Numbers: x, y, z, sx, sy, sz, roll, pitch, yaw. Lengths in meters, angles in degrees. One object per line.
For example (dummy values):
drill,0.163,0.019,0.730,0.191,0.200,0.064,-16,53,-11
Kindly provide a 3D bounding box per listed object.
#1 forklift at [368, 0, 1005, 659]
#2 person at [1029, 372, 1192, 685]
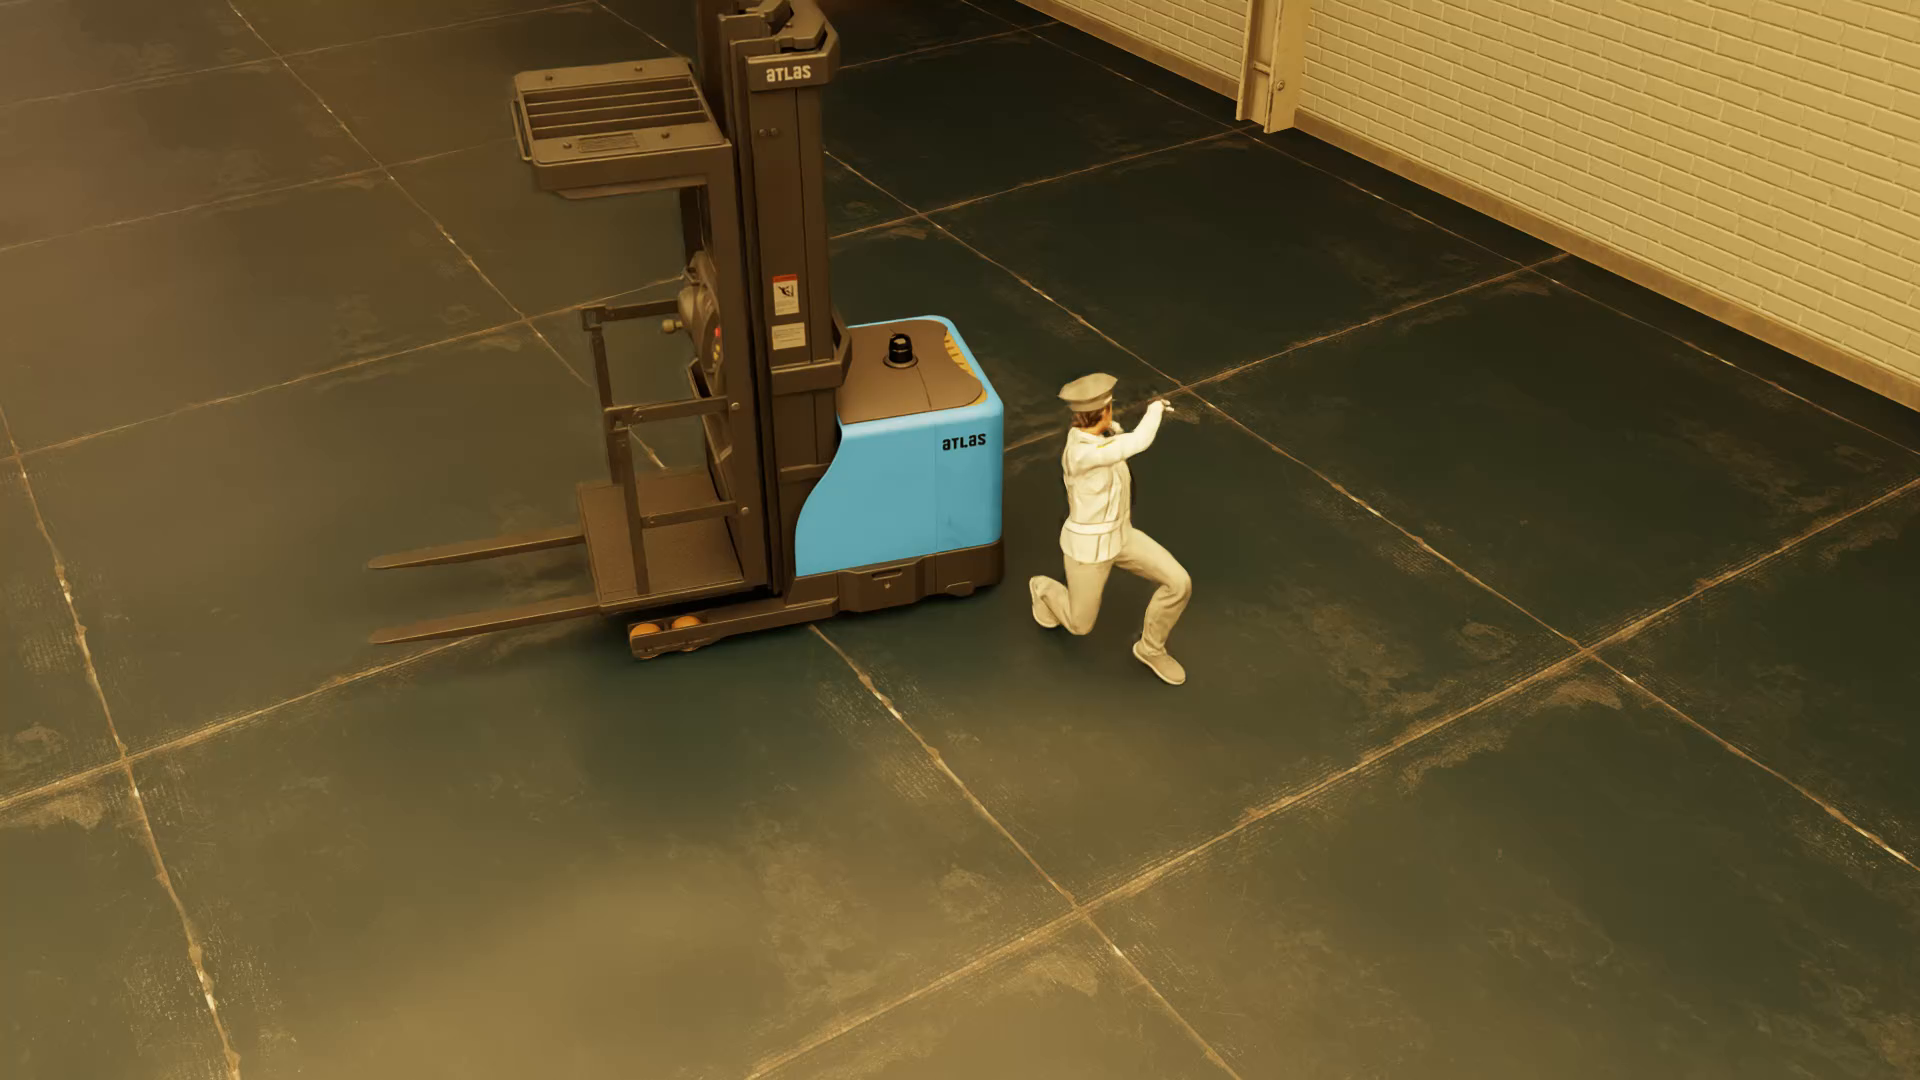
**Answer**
forklift,-1.355,-0.976,7.536,3.031,2.935,1.130,-10,36,-13
person,0.800,-0.154,7.715,0.926,1.377,0.893,22,41,28
